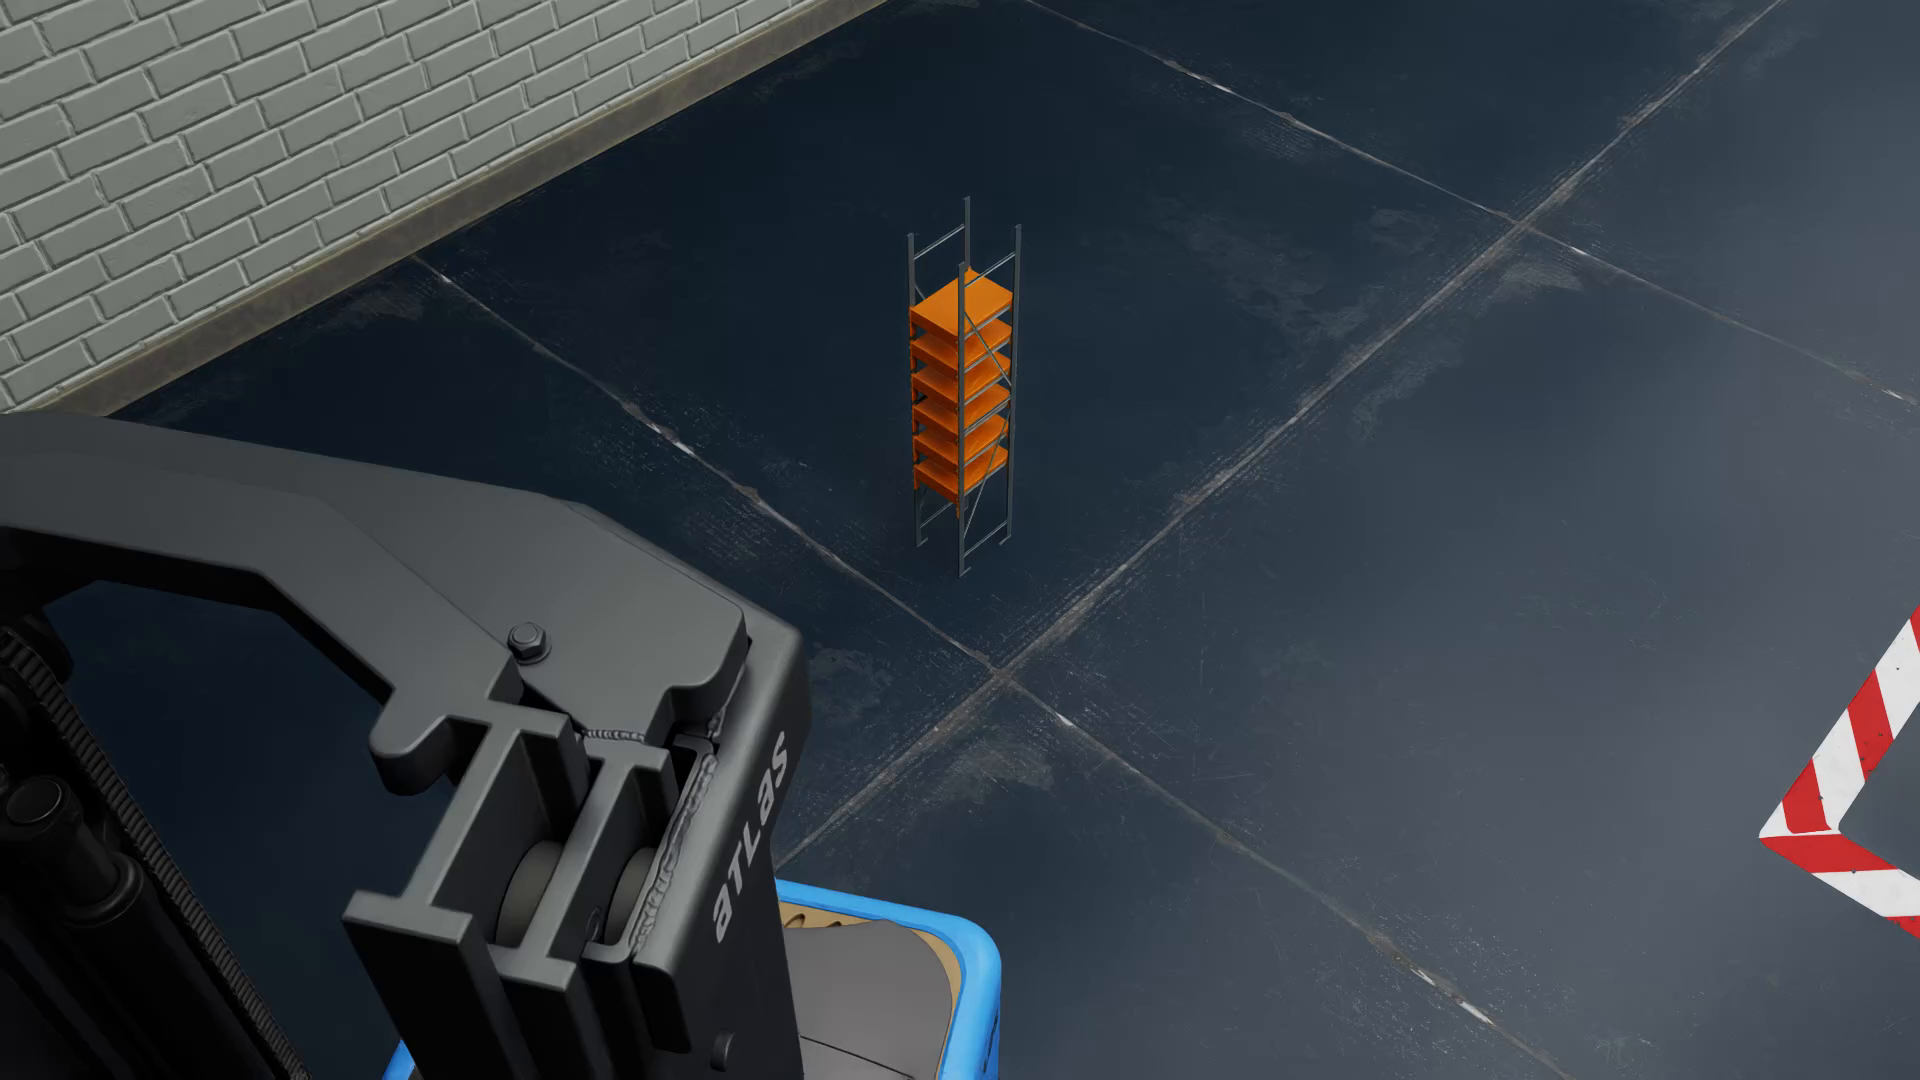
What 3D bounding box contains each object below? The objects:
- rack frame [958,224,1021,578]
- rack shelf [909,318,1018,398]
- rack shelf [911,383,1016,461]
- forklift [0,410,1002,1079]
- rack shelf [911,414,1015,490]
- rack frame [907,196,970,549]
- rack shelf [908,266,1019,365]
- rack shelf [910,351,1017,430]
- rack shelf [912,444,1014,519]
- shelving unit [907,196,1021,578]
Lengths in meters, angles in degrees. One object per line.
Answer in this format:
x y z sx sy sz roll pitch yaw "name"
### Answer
0.078 -0.358 4.763 0.006 1.200 0.240 34 55 28 "rack frame"
0.011 -0.537 4.663 0.180 0.103 0.258 34 55 28 "rack shelf"
0.011 -0.373 4.838 0.180 0.103 0.258 34 55 28 "rack shelf"
-0.742 1.420 1.906 1.130 2.935 3.031 10 48 9 "forklift"
0.011 -0.291 4.926 0.180 0.103 0.258 34 55 28 "rack shelf"
-0.057 -0.449 4.848 0.006 1.200 0.240 34 55 28 "rack frame"
0.011 -0.620 4.576 0.180 0.103 0.258 34 55 28 "rack shelf"
0.011 -0.455 4.751 0.180 0.103 0.258 34 55 28 "rack shelf"
0.011 -0.209 5.013 0.180 0.103 0.258 34 55 28 "rack shelf"
0.011 -0.404 4.806 0.189 1.200 0.258 34 55 28 "shelving unit"
